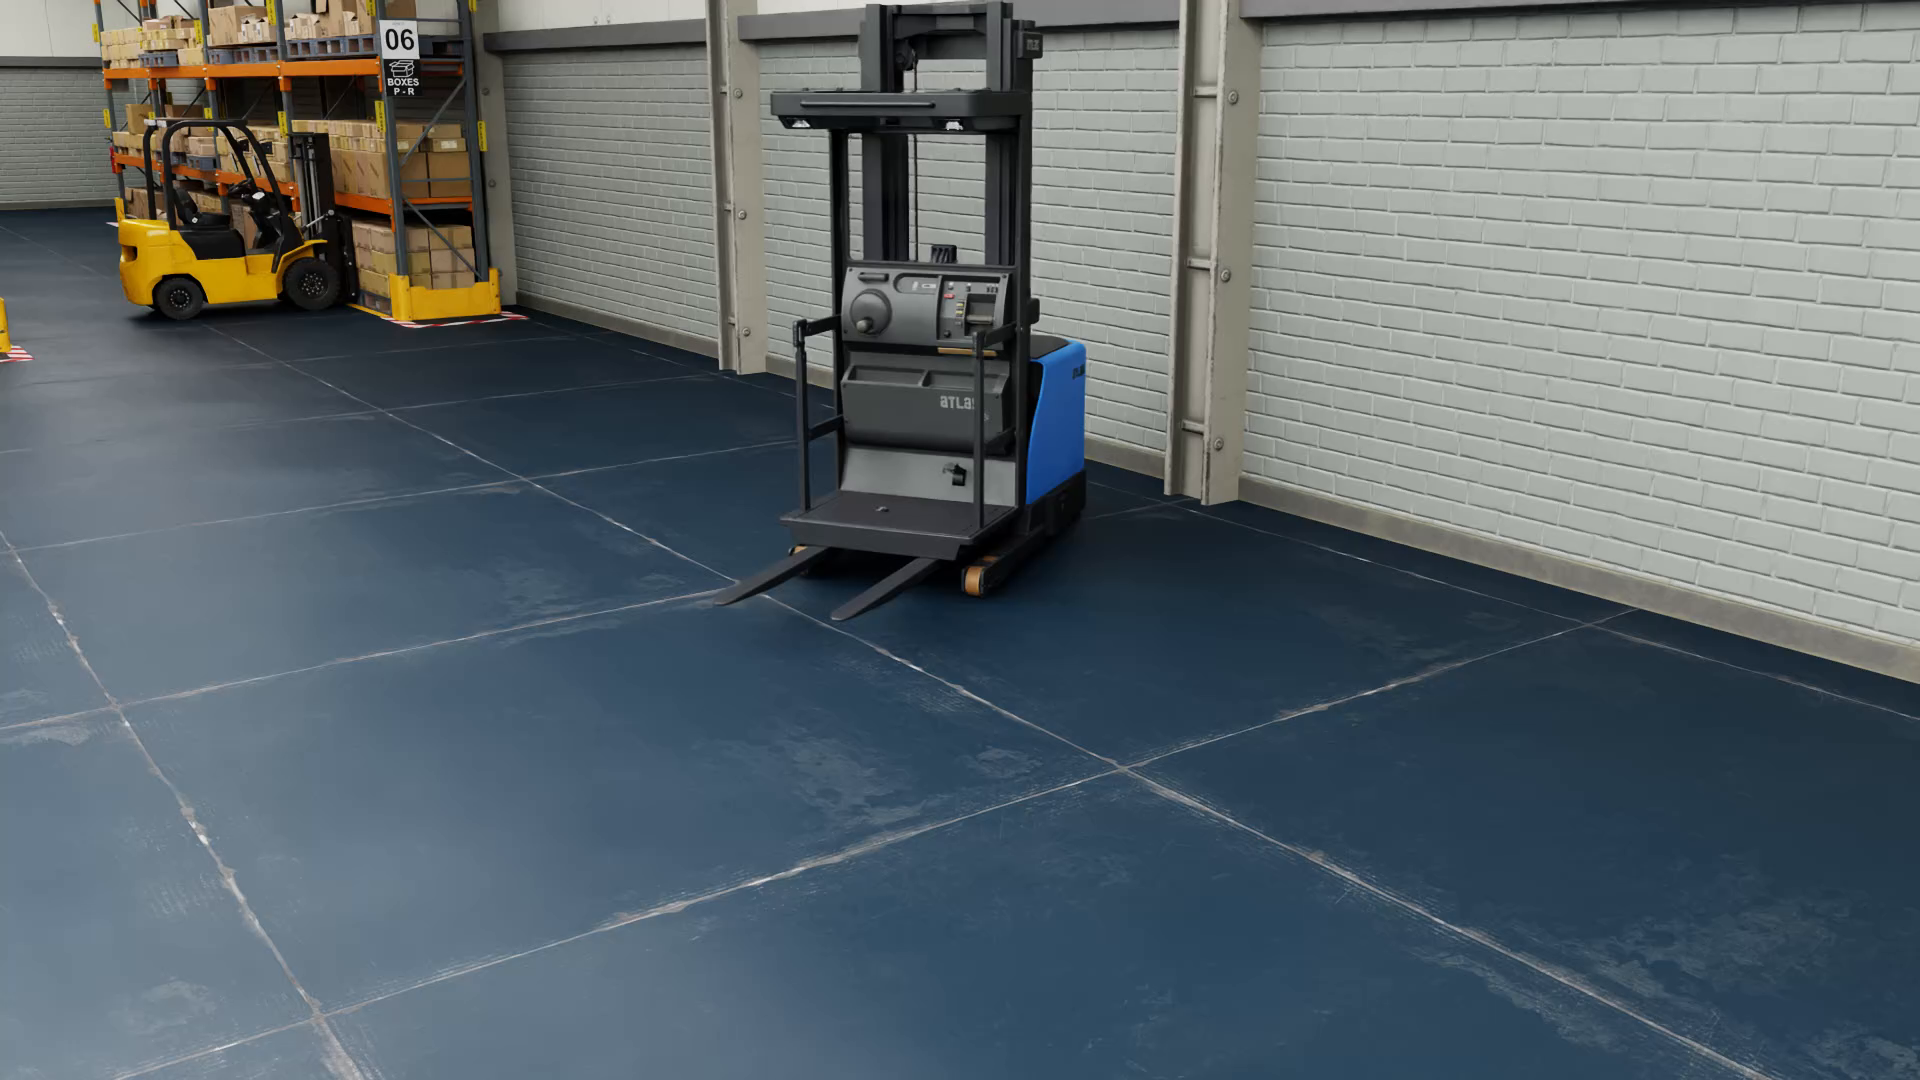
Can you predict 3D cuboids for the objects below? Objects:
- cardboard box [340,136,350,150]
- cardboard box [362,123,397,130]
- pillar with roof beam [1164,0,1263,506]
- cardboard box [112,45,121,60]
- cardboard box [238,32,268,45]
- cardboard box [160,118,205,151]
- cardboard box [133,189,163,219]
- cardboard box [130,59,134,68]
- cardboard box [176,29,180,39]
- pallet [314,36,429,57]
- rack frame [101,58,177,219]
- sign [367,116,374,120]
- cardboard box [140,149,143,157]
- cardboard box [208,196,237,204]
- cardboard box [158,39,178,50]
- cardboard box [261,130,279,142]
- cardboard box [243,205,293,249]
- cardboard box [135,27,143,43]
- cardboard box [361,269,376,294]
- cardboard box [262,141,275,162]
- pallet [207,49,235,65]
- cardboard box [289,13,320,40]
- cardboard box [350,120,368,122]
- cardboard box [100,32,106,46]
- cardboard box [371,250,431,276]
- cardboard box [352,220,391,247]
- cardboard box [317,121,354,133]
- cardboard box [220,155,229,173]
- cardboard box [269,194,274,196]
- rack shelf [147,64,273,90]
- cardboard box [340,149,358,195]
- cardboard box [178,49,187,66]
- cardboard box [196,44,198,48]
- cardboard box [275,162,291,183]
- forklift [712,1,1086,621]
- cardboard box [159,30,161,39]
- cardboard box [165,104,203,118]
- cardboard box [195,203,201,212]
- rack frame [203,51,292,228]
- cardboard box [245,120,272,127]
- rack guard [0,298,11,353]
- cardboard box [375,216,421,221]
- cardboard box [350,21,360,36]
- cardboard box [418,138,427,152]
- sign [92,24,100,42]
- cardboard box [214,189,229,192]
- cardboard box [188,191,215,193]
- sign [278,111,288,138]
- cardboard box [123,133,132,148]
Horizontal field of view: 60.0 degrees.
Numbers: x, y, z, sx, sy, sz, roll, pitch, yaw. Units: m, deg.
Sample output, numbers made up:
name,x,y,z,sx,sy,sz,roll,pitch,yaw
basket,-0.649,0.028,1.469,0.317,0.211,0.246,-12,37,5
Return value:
name,x,y,z,sx,sy,sz,roll,pitch,yaw
cardboard box,-7.036,-4.662,19.508,0.380,0.149,0.250,-11,19,-34
cardboard box,-6.645,-4.712,19.130,0.380,0.149,0.250,-11,19,-34
pillar with roof beam,-1.939,-3.951,6.967,9.100,9.000,0.400,-11,19,-35
cardboard box,-14.593,-8.581,29.284,0.500,0.250,0.500,-12,19,-36
cardboard box,-9.529,-6.783,22.485,0.380,0.149,0.250,-11,19,-35
cardboard box,-12.480,-6.565,26.894,0.700,0.500,0.500,-11,19,-34
cardboard box,-14.485,-6.080,30.046,0.700,0.500,0.500,-10,18,-32
cardboard box,-14.058,-8.198,28.641,0.380,0.149,0.250,-11,19,-34
cardboard box,-11.740,-7.723,25.395,0.380,0.149,0.250,-11,19,-34
pallet,-6.948,-5.820,19.643,1.003,0.211,1.213,-11,19,-35
rack frame,-15.240,-7.416,30.991,1.000,3.000,0.127,-11,19,-35
sign,-7.736,-5.396,21.820,0.100,0.325,0.005,-11,19,-35
cardboard box,-14.172,-6.802,29.223,0.380,0.149,0.250,-11,19,-35
cardboard box,-11.454,-5.264,25.838,0.380,0.149,0.250,-10,18,-33
cardboard box,-12.289,-7.740,25.982,0.380,0.149,0.250,-10,18,-33
cardboard box,-9.094,-5.402,22.213,0.380,0.149,0.250,-12,19,-36
cardboard box,-9.789,-4.492,24.008,0.875,0.625,0.625,-10,18,-33
cardboard box,-13.379,-8.392,27.646,0.500,0.250,0.500,-11,19,-34
cardboard box,-6.648,-3.035,19.397,0.500,0.250,0.500,-11,19,-35
cardboard box,-8.988,-5.197,22.218,0.500,0.250,0.500,-11,19,-36
pallet,-10.064,-6.933,23.900,1.213,0.211,1.003,-10,18,-32
cardboard box,-7.892,-6.293,20.389,0.500,0.311,0.500,-10,18,-33
cardboard box,-7.471,-5.223,20.995,0.380,0.149,0.250,-11,19,-35
cardboard box,-15.182,-9.042,30.021,0.500,0.250,0.500,-11,19,-35
cardboard box,-6.371,-3.173,18.952,0.500,0.250,0.500,-11,19,-35
cardboard box,-6.965,-3.623,19.649,0.500,0.250,0.500,-11,19,-34
cardboard box,-7.610,-5.027,20.281,0.380,0.149,0.250,-11,19,-35
cardboard box,-10.472,-5.503,24.285,0.500,0.250,0.500,-11,19,-34
cardboard box,-11.021,-5.352,26.158,0.380,0.149,0.250,-12,19,-37
rack shelf,-11.712,-7.235,26.009,1.077,0.370,4.000,-11,19,-35
cardboard box,-6.933,-4.334,19.540,0.500,0.500,0.500,-11,19,-36
cardboard box,-11.624,-7.369,25.419,0.500,0.250,0.500,-11,19,-35
cardboard box,-11.209,-7.432,24.894,0.380,0.149,0.250,-10,18,-33
cardboard box,-8.692,-4.849,21.894,0.500,0.250,0.500,-10,18,-33
forklift,-0.265,-1.245,8.571,1.130,2.935,3.031,6,16,21
cardboard box,-12.367,-7.947,26.177,0.380,0.149,0.250,-11,19,-34
cardboard box,-13.548,-7.354,29.065,0.500,0.500,0.500,-11,19,-36
cardboard box,-11.874,-5.090,26.430,0.500,0.500,0.500,-12,19,-37
rack frame,-10.536,-5.708,24.750,1.000,3.000,0.127,-11,19,-35
cardboard box,-10.712,-6.093,25.172,0.500,0.500,0.500,-10,18,-32
rack guard,-9.889,-2.039,16.080,1.175,0.500,0.348,-11,19,-35
cardboard box,-6.839,-3.816,20.354,0.500,0.250,0.500,-11,19,-36
cardboard box,-6.565,-5.706,18.551,0.380,0.149,0.250,-12,19,-36
cardboard box,-6.018,-4.517,18.978,0.380,0.149,0.250,-11,19,-35
sign,-15.678,-9.201,30.172,0.100,0.325,0.005,-11,19,-35
cardboard box,-12.129,-5.732,27.549,0.380,0.149,0.250,-11,19,-34
cardboard box,-12.334,-5.598,27.057,0.380,0.149,0.250,-11,19,-35
sign,-8.617,-5.288,21.171,0.100,0.325,0.005,-11,19,-35
cardboard box,-14.593,-7.134,29.678,0.500,0.250,0.500,-11,19,-36
